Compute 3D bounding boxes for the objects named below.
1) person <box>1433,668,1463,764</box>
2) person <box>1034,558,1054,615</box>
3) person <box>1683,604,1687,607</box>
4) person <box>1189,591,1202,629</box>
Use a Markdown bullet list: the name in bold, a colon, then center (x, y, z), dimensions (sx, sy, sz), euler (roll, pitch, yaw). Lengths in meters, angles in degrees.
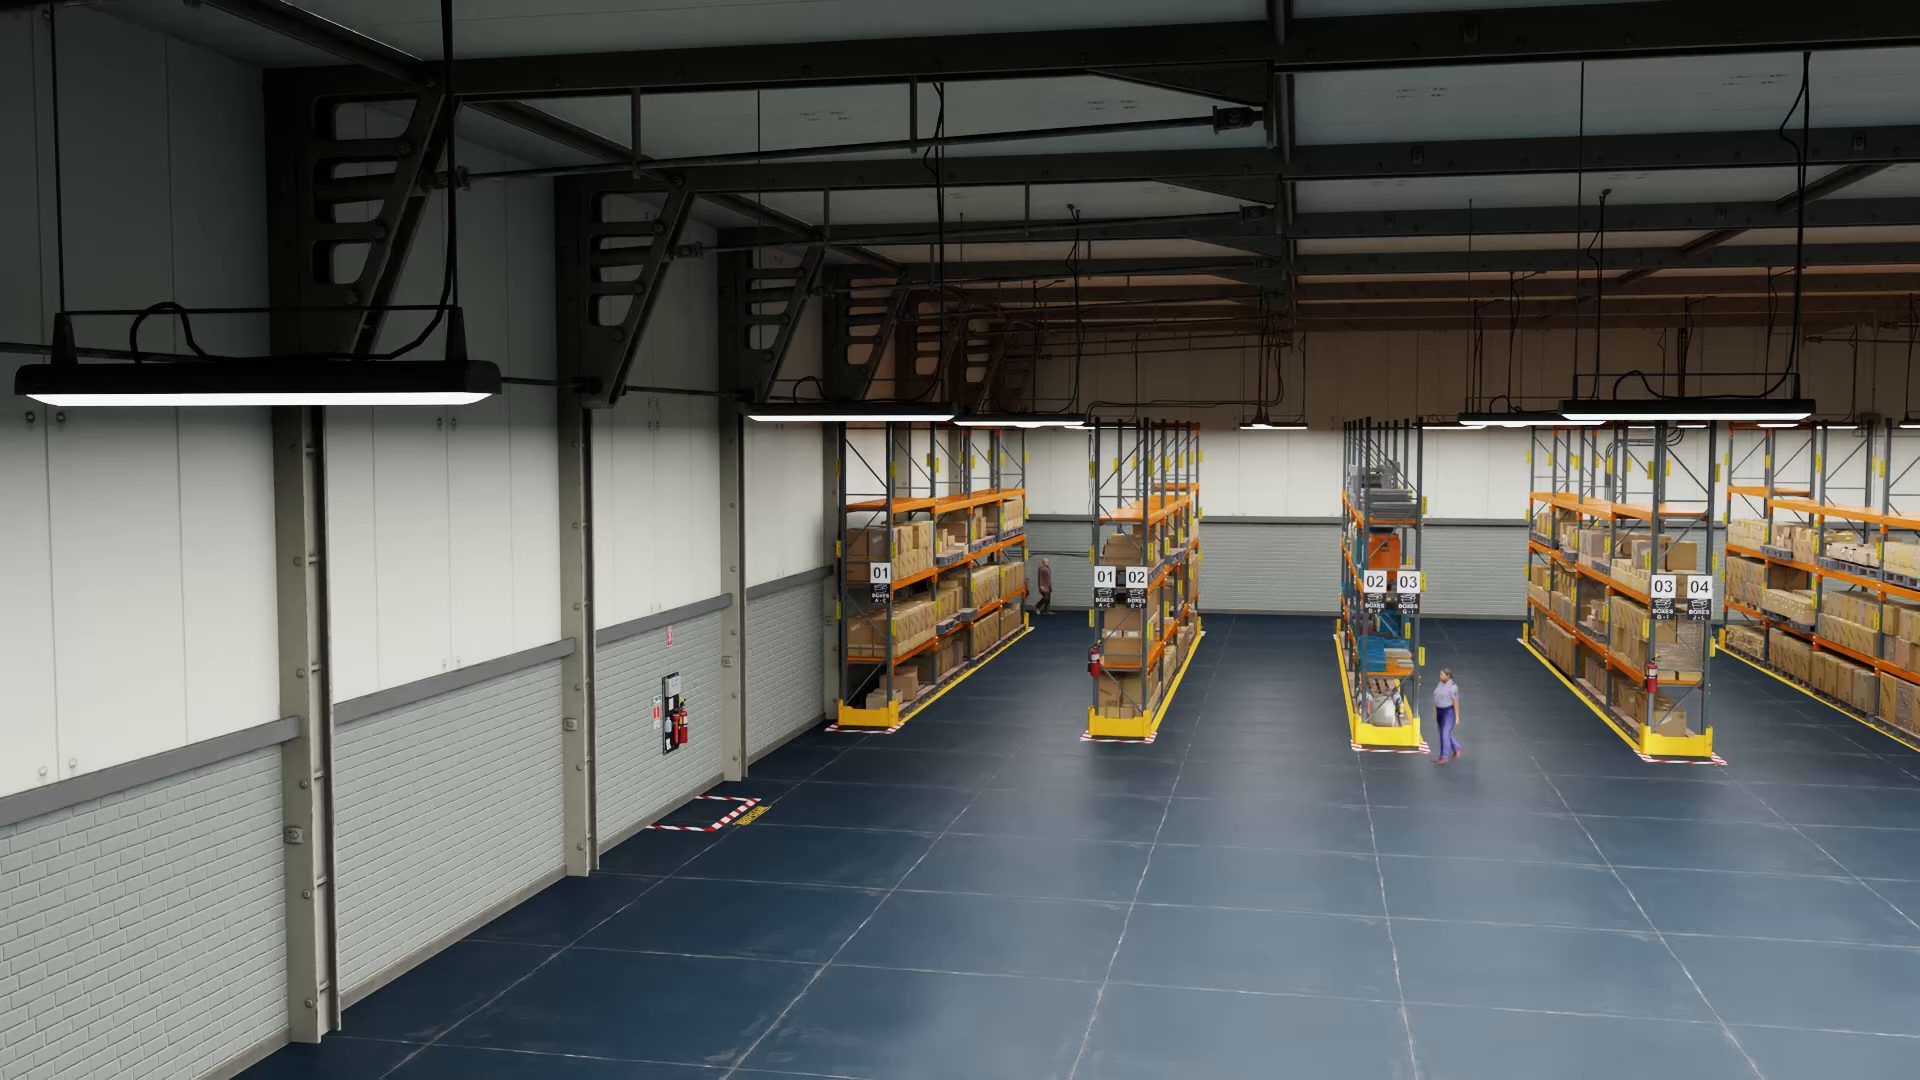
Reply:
- **person**: center (8.481, 3.026, 28.866), dimensions (0.751, 1.633, 0.467), euler (-1, 4, -17)
- **person**: center (2.626, 1.450, 51.856), dimensions (0.585, 1.773, 0.624), euler (2, 4, 28)
- **person**: center (19.845, 1.909, 45.043), dimensions (0.502, 1.800, 0.631), euler (0, 4, -3)
- **person**: center (6.714, 1.755, 48.389), dimensions (0.532, 1.658, 0.971), euler (-3, 5, -36)
